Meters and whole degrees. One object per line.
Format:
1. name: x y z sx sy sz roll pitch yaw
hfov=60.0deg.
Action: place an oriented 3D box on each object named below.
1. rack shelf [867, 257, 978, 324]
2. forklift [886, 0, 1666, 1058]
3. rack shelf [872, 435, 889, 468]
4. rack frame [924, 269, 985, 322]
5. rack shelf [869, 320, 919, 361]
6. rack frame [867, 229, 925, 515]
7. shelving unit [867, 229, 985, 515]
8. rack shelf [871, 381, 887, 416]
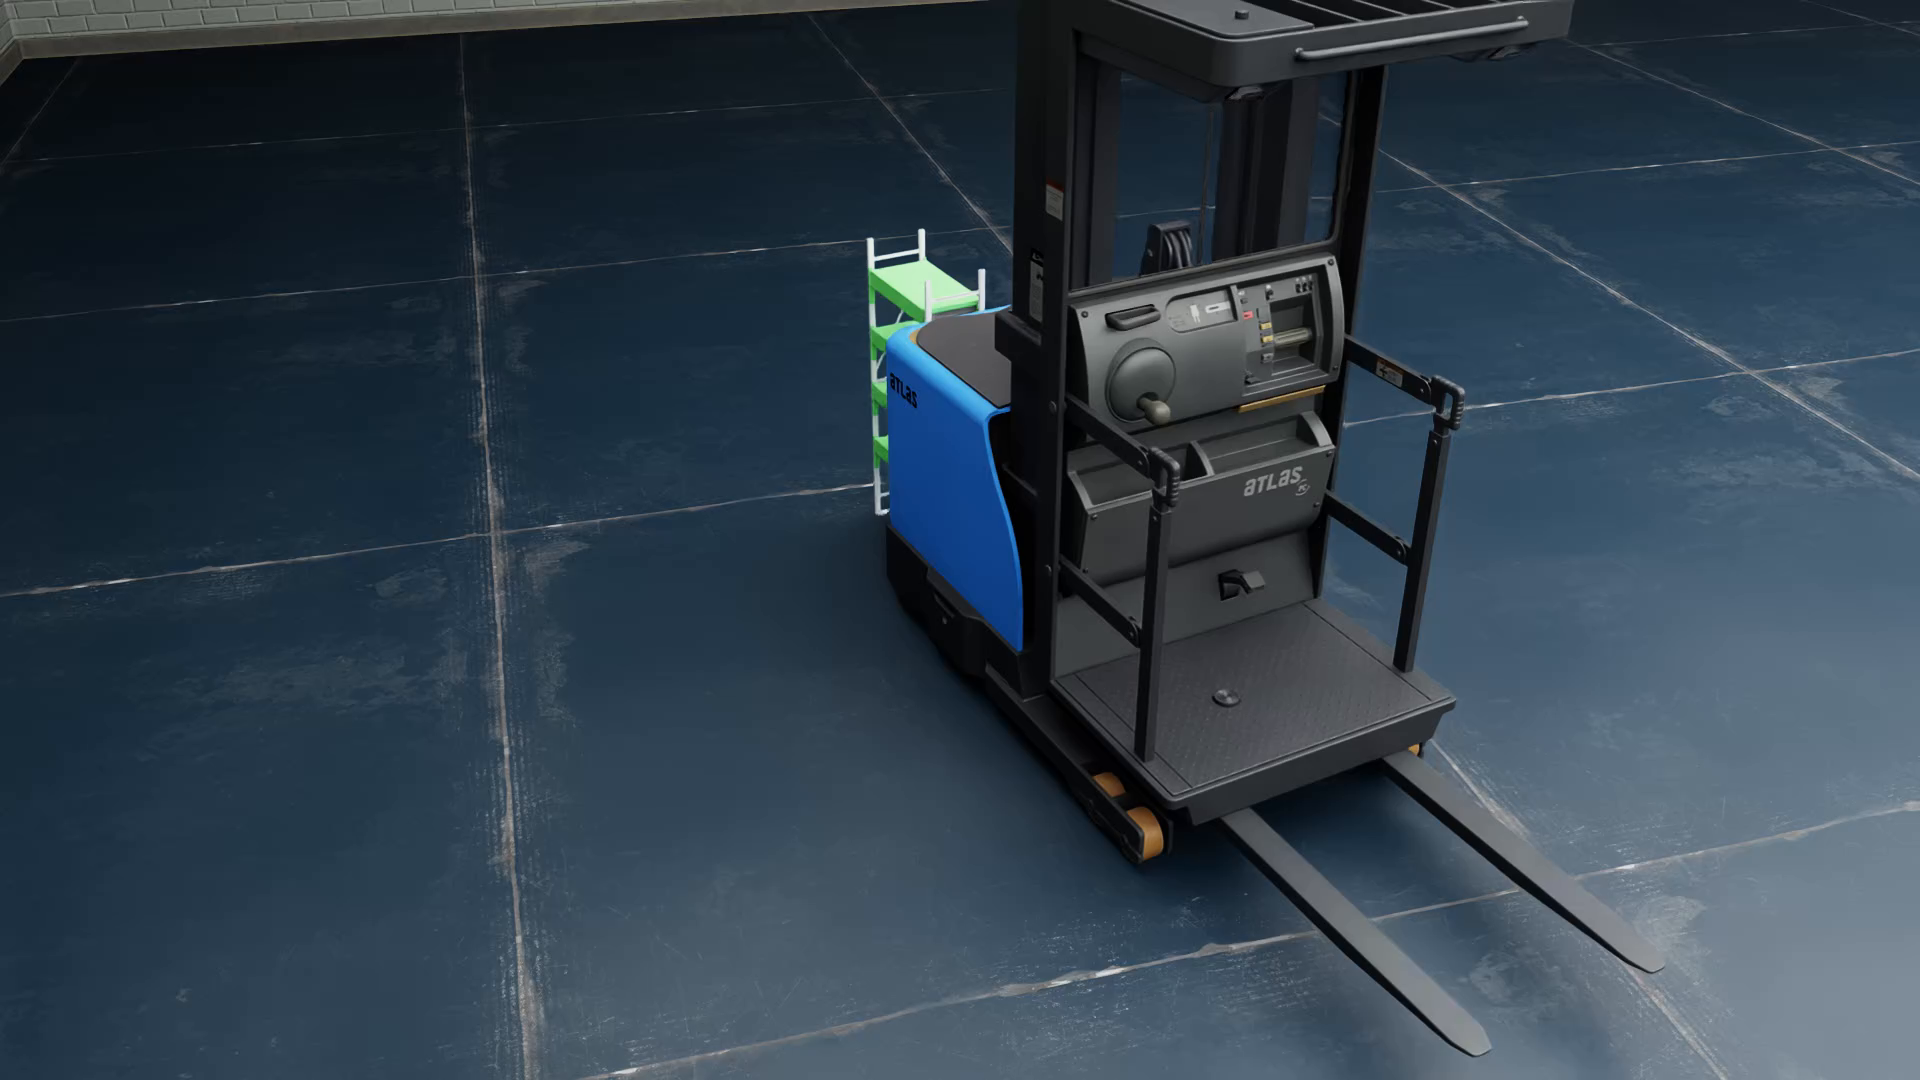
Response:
1. rack shelf: -0.132 -0.906 6.288 0.258 0.148 0.480 -15 33 -24
2. forklift: 0.856 -0.548 4.771 1.130 2.935 3.031 -15 33 -24
3. rack shelf: -0.132 -0.283 6.648 0.258 0.148 0.480 -15 33 -24
4. rack frame: -0.018 -0.438 6.309 0.240 1.200 0.015 -15 33 -24
5. rack shelf: -0.132 -0.699 6.408 0.258 0.148 0.480 -15 33 -24
6. rack frame: -0.246 -0.654 6.683 0.240 1.200 0.015 -15 33 -24
7. shelving unit: -0.132 -0.546 6.496 0.258 1.200 0.503 -15 33 -24
8. rack shelf: -0.132 -0.491 6.528 0.258 0.148 0.480 -15 33 -24
